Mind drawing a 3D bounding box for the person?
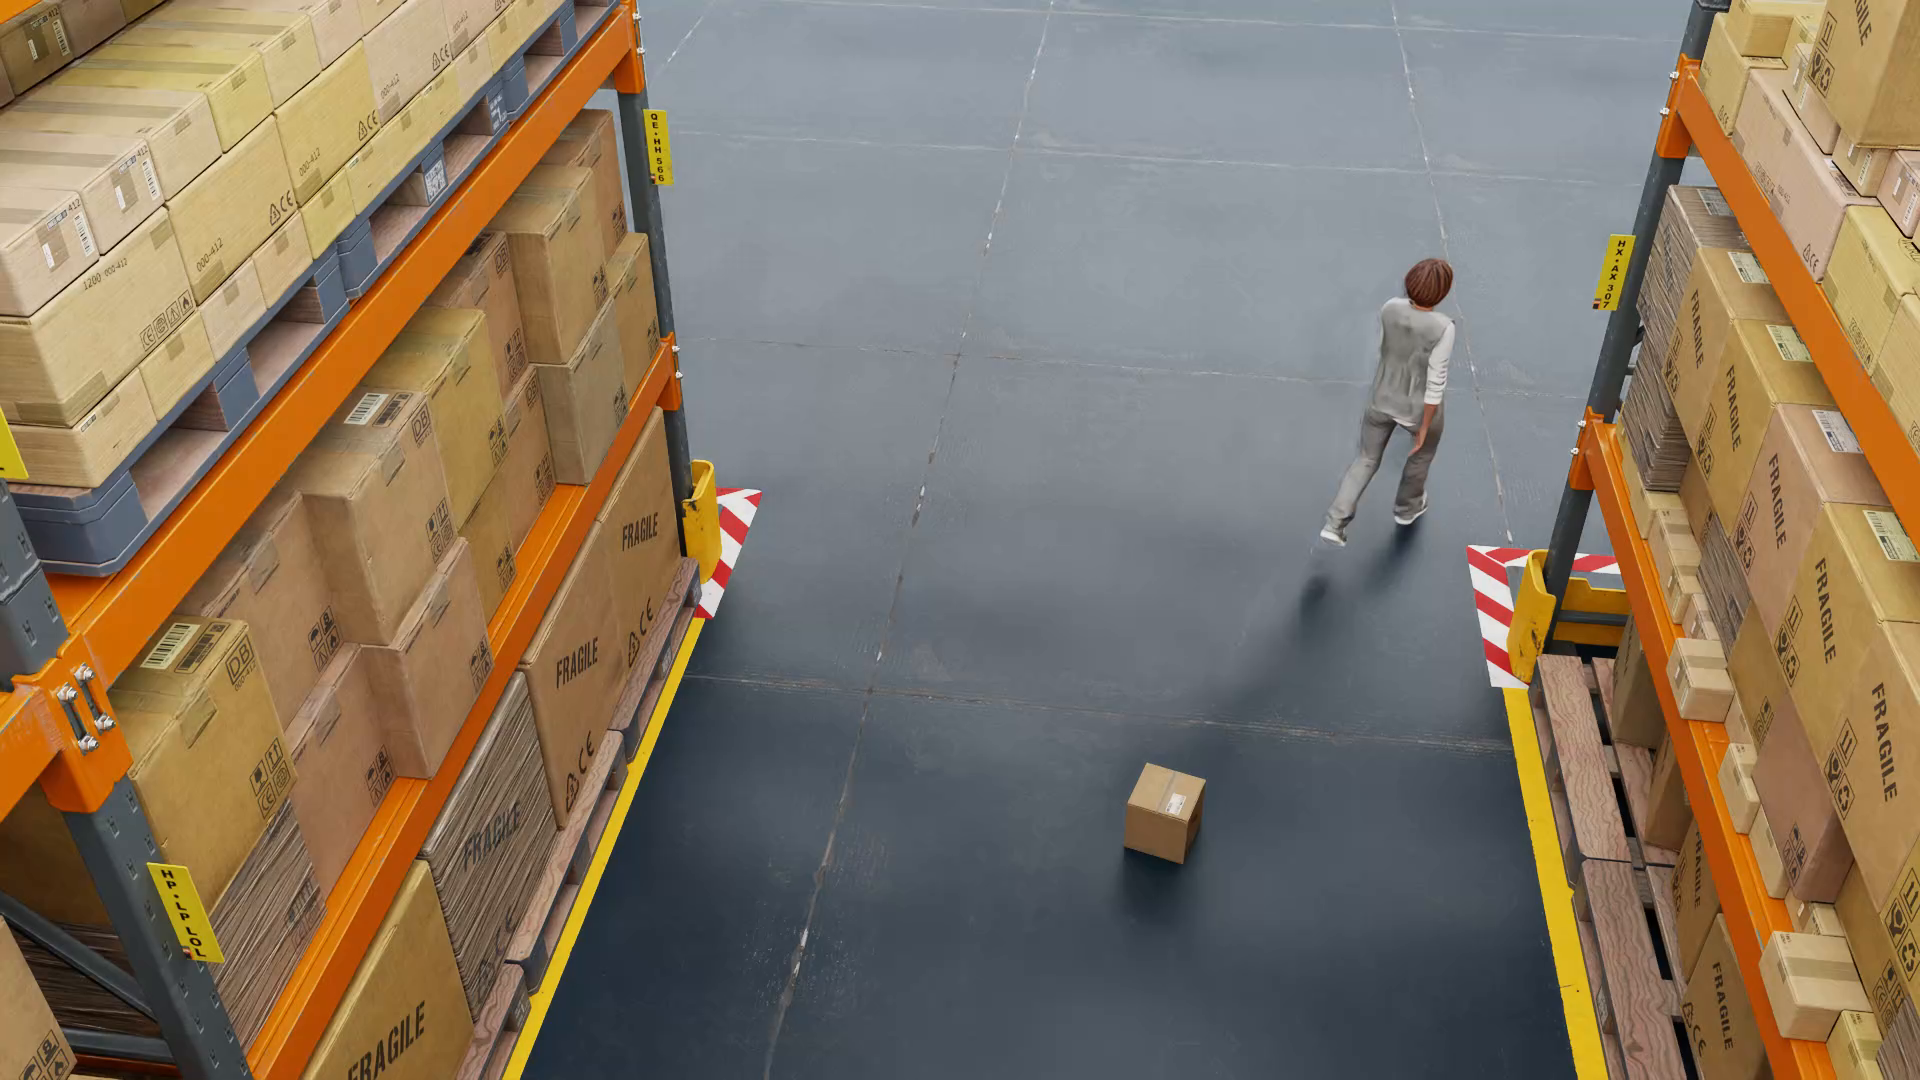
[{"bbox_3d":[2.100,-0.634,7.885,0.399,1.548,0.869,24,43,29],"label":"person"}]
